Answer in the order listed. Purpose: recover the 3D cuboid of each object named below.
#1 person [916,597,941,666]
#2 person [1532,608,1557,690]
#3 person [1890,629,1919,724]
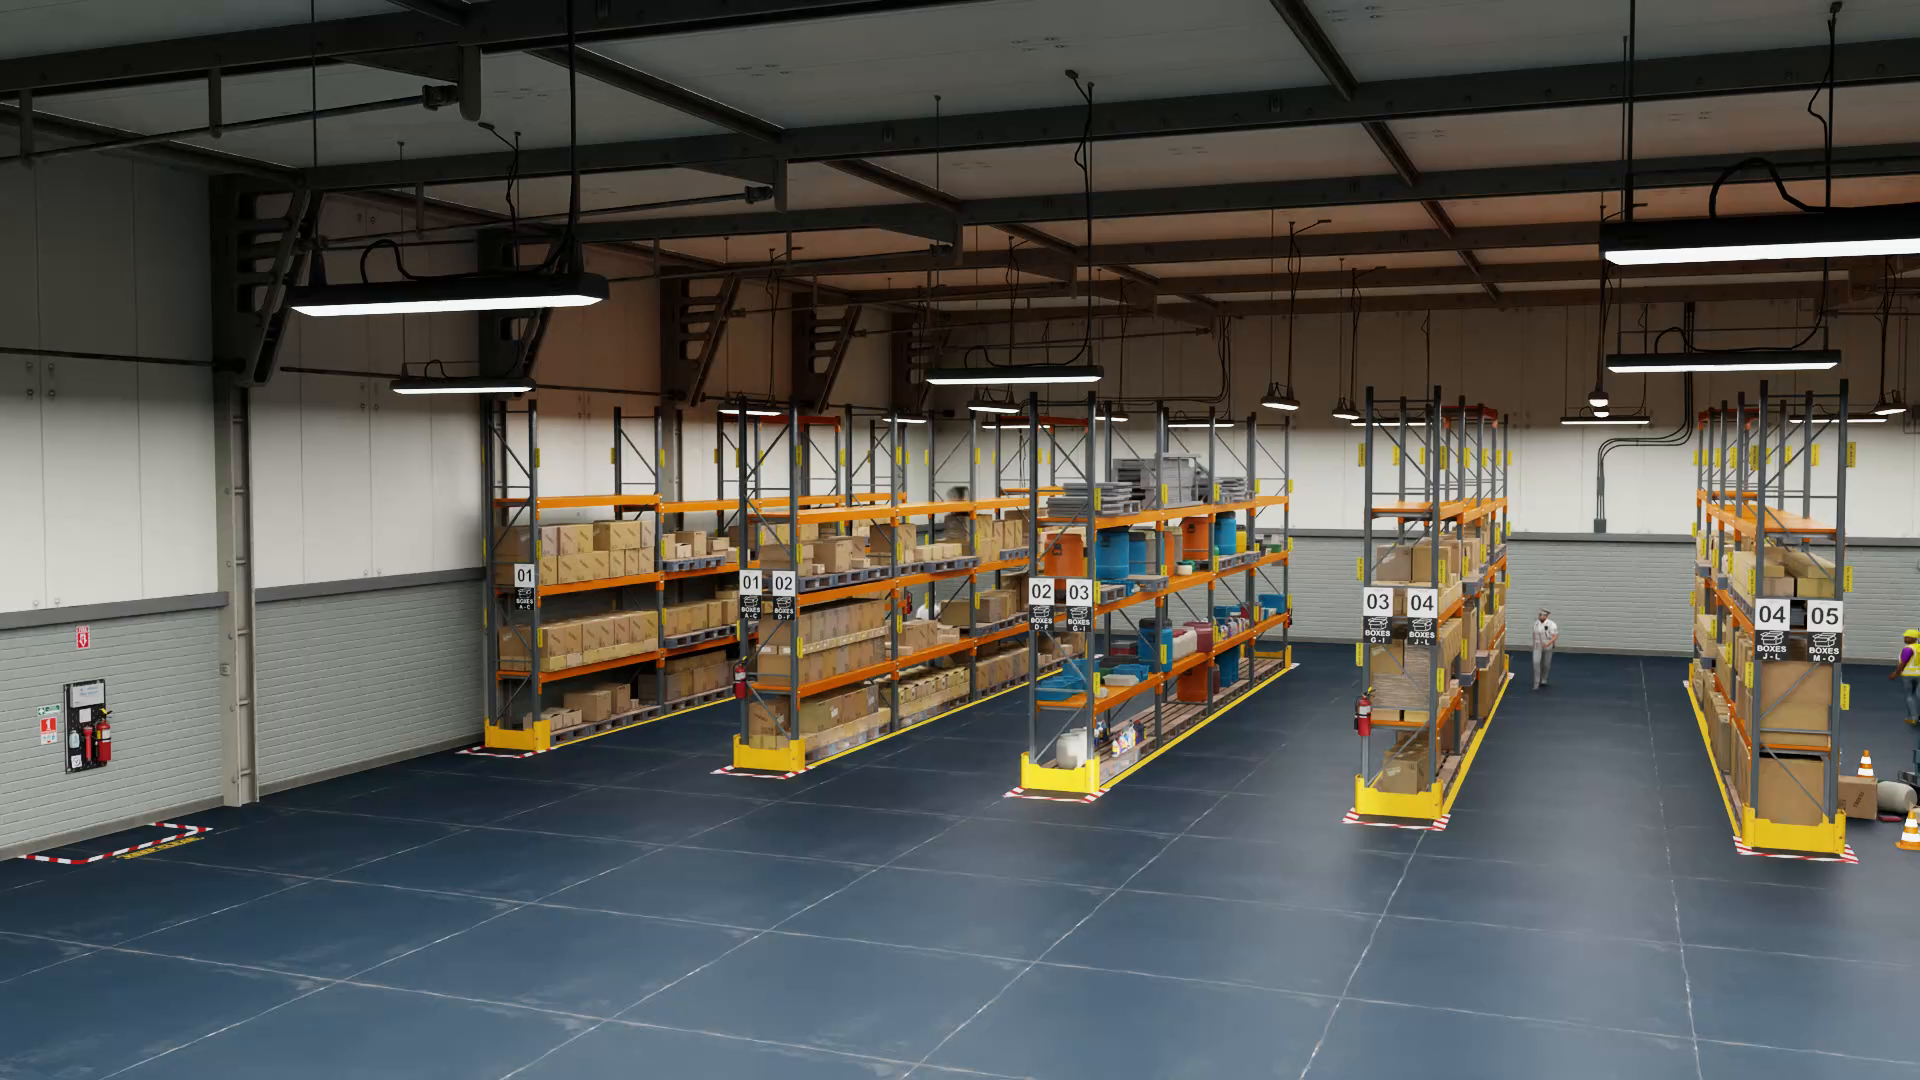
[{"bbox_3d":[-0.783,2.164,40.093,0.589,1.722,1.024,1,3,17],"label":"person"},{"bbox_3d":[12.775,2.360,36.326,0.503,1.764,0.995,1,3,21],"label":"person"},{"bbox_3d":[17.856,2.578,31.262,0.647,1.804,0.609,0,3,0],"label":"person"}]
